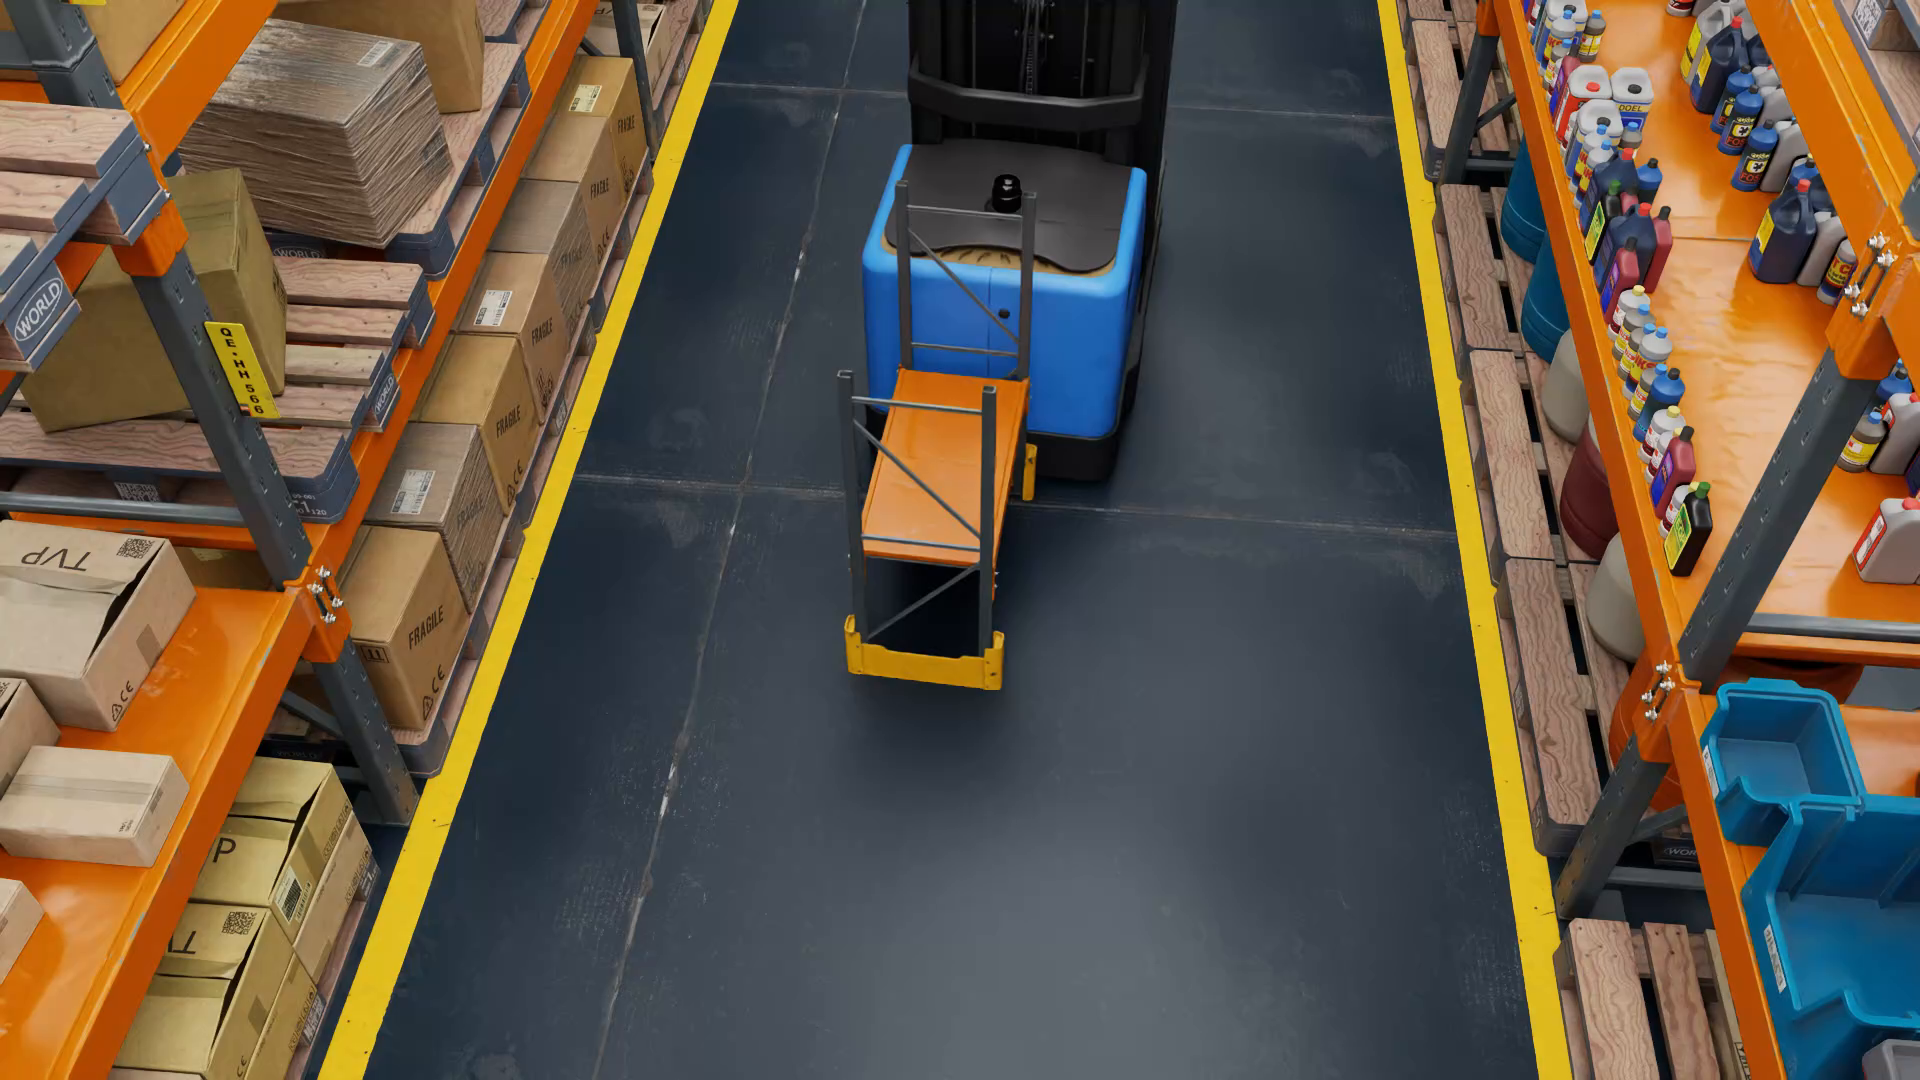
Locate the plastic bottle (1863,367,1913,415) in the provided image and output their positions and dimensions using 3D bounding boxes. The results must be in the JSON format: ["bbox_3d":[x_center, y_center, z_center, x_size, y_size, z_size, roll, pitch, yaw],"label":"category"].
[{"bbox_3d":[2.892,-0.428,5.195,0.097,0.271,0.097,0,48,0],"label":"plastic bottle"}]

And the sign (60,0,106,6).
[{"bbox_3d":[-1.869,-1.253,3.427,0.100,0.325,0.005,4,48,4],"label":"sign"}]

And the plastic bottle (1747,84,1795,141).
[{"bbox_3d":[3.071,-1.595,6.261,0.152,0.276,0.135,4,48,4],"label":"plastic bottle"}]

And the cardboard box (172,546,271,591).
[{"bbox_3d":[-2.569,-0.091,6.196,0.500,0.500,0.500,6,48,5],"label":"cardboard box"}]

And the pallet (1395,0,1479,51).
[{"bbox_3d":[3.013,-3.187,9.522,1.003,0.211,1.213,4,48,4],"label":"pallet"}]

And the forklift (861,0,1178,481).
[{"bbox_3d":[0.376,-2.338,6.902,1.130,2.935,3.031,8,48,7],"label":"forklift"}]

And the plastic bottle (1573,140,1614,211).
[{"bbox_3d":[2.302,-1.323,6.014,0.097,0.271,0.097,0,48,0],"label":"plastic bottle"}]

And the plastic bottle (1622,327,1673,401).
[{"bbox_3d":[2.209,-0.569,5.325,0.097,0.271,0.097,0,48,0],"label":"plastic bottle"}]

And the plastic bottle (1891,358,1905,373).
[{"bbox_3d":[2.965,-0.498,5.307,0.097,0.201,0.097,0,48,0],"label":"plastic bottle"}]

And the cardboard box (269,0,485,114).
[{"bbox_3d":[-2.156,-1.896,6.099,0.700,0.500,0.500,-7,48,-6],"label":"cardboard box"}]

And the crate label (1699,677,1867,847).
[{"bbox_3d":[2.100,0.594,4.288,0.303,0.233,0.416,4,48,4],"label":"crate label"}]

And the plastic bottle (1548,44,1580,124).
[{"bbox_3d":[2.337,-1.754,6.400,0.061,0.283,0.133,4,48,4],"label":"plastic bottle"}]

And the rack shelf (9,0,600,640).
[{"bbox_3d":[-2.238,-1.310,6.403,1.077,0.370,4.000,4,48,4],"label":"rack shelf"}]

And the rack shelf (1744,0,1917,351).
[{"bbox_3d":[2.694,-1.986,4.989,1.077,0.370,4.000,4,48,4],"label":"rack shelf"}]

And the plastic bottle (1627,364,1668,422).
[{"bbox_3d":[2.200,-0.474,5.285,0.097,0.201,0.097,0,48,0],"label":"plastic bottle"}]

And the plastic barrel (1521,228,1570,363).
[{"bbox_3d":[2.745,-1.201,6.953,0.600,0.901,0.708,4,48,4],"label":"plastic barrel"}]

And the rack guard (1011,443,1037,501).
[{"bbox_3d":[0.019,-0.306,6.860,0.587,0.250,0.087,6,48,6],"label":"rack guard"}]

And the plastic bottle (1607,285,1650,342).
[{"bbox_3d":[2.236,-0.760,5.547,0.097,0.201,0.097,0,48,0],"label":"plastic bottle"}]

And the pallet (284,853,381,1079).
[{"bbox_3d":[-2.535,1.460,5.271,1.003,0.211,1.213,4,48,4],"label":"pallet"}]

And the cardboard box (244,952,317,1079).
[{"bbox_3d":[-2.269,1.485,4.938,0.500,0.250,0.500,3,48,3],"label":"cardboard box"}]

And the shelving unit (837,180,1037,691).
[{"bbox_3d":[-0.057,-0.364,6.067,0.587,1.500,1.083,6,48,6],"label":"shelving unit"}]

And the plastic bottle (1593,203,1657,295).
[{"bbox_3d":[2.284,-1.011,5.675,0.144,0.351,0.185,4,48,4],"label":"plastic bottle"}]

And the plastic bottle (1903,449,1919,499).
[{"bbox_3d":[2.948,-0.243,5.018,0.061,0.283,0.133,4,48,4],"label":"plastic bottle"}]

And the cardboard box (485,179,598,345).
[{"bbox_3d":[-1.915,-1.214,7.224,0.500,0.500,0.500,4,48,4],"label":"cardboard box"}]

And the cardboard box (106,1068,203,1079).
[{"bbox_3d":[-2.313,1.668,4.390,0.500,0.311,0.500,4,48,3],"label":"cardboard box"}]

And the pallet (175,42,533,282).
[{"bbox_3d":[-2.248,-1.448,6.171,1.003,0.211,1.213,4,48,4],"label":"pallet"}]

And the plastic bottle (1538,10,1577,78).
[{"bbox_3d":[2.383,-1.976,6.612,0.097,0.271,0.097,0,48,0],"label":"plastic bottle"}]

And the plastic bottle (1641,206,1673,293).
[{"bbox_3d":[2.388,-1.000,5.711,0.061,0.283,0.133,4,48,4],"label":"plastic bottle"}]

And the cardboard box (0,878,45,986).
[{"bbox_3d":[-2.481,0.943,4.025,0.380,0.149,0.250,7,48,6],"label":"cardboard box"}]

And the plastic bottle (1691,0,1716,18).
[{"bbox_3d":[3.162,-2.333,6.935,0.152,0.276,0.135,4,48,4],"label":"plastic bottle"}]

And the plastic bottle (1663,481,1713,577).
[{"bbox_3d":[2.124,-0.034,4.827,0.061,0.283,0.133,4,48,4],"label":"plastic bottle"}]

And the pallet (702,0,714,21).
[{"bbox_3d":[-1.884,-3.485,9.794,1.003,0.211,1.213,4,48,4],"label":"pallet"}]

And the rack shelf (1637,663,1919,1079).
[{"bbox_3d":[2.329,1.965,3.407,1.077,0.370,4.000,4,48,4],"label":"rack shelf"}]

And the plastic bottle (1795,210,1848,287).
[{"bbox_3d":[2.999,-1.021,5.735,0.152,0.276,0.135,4,48,4],"label":"plastic bottle"}]

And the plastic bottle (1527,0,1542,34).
[{"bbox_3d":[2.413,-2.195,6.859,0.097,0.201,0.097,0,48,0],"label":"plastic bottle"}]

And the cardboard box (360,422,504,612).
[{"bbox_3d":[-2.053,-0.088,6.194,0.500,0.500,0.500,2,48,2],"label":"cardboard box"}]

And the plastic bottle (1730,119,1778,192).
[{"bbox_3d":[2.924,-1.418,6.102,0.097,0.271,0.097,0,48,0],"label":"plastic bottle"}]

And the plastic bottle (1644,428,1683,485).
[{"bbox_3d":[2.173,-0.259,5.089,0.097,0.201,0.097,0,48,0],"label":"plastic bottle"}]

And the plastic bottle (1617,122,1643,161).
[{"bbox_3d":[2.475,-1.459,6.187,0.097,0.201,0.097,0,48,0],"label":"plastic bottle"}]

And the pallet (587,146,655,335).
[{"bbox_3d":[-2.093,-1.481,7.962,1.003,0.211,1.213,4,48,4],"label":"pallet"}]

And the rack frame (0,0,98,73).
[{"bbox_3d":[-2.421,-2.108,2.580,1.000,3.000,0.127,4,48,4],"label":"rack frame"}]

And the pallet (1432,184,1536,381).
[{"bbox_3d":[2.764,-1.181,7.687,1.003,0.211,1.213,4,48,4],"label":"pallet"}]

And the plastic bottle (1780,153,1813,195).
[{"bbox_3d":[3.066,-1.313,6.053,0.097,0.201,0.097,0,48,0],"label":"plastic bottle"}]

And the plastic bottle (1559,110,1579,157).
[{"bbox_3d":[2.332,-1.541,6.262,0.097,0.201,0.097,0,48,0],"label":"plastic bottle"}]

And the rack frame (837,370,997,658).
[{"bbox_3d":[-0.135,0.013,5.722,0.500,1.500,0.032,6,48,6],"label":"rack frame"}]

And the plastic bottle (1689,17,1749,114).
[{"bbox_3d":[2.958,-1.846,6.439,0.144,0.351,0.185,4,48,4],"label":"plastic bottle"}]

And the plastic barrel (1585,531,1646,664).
[{"bbox_3d":[2.502,0.169,5.964,0.421,0.512,0.421,0,48,0],"label":"plastic barrel"}]

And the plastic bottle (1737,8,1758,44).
[{"bbox_3d":[3.118,-1.973,6.555,0.144,0.351,0.185,4,48,4],"label":"plastic bottle"}]
